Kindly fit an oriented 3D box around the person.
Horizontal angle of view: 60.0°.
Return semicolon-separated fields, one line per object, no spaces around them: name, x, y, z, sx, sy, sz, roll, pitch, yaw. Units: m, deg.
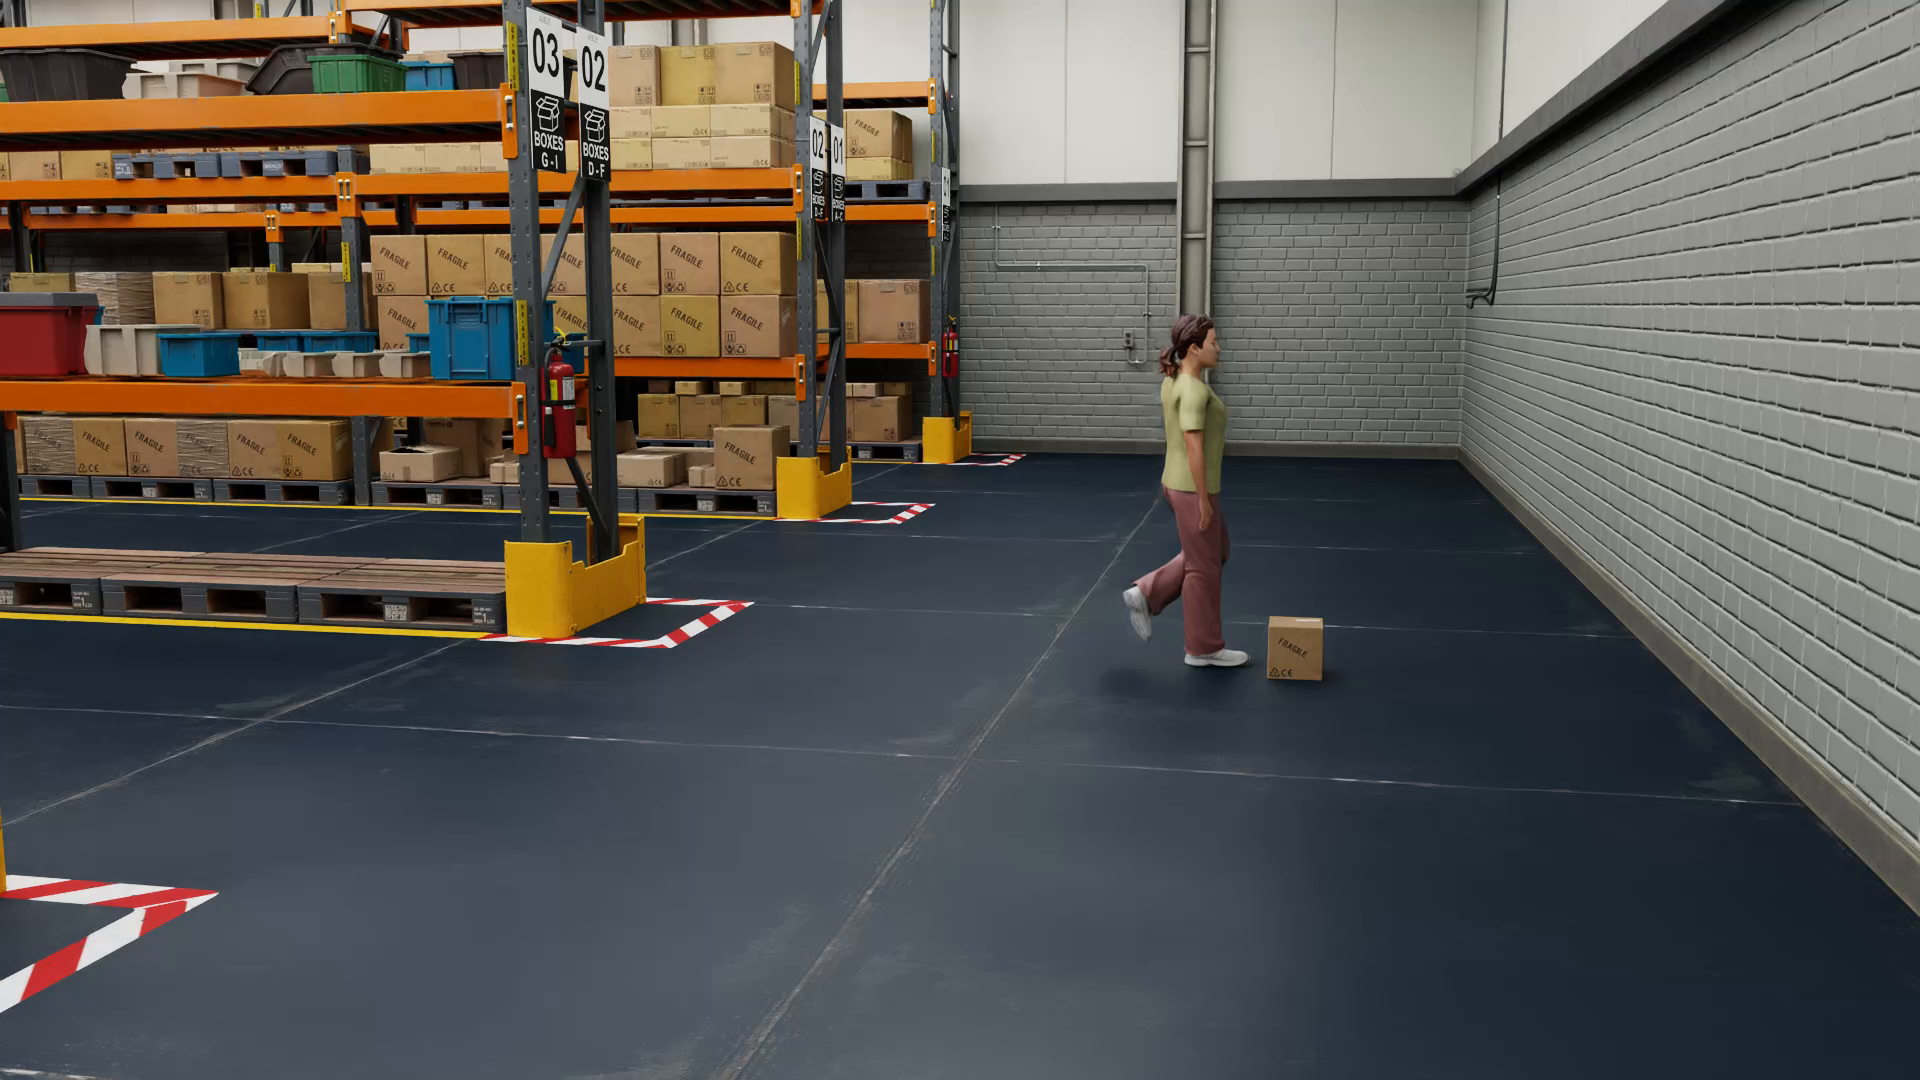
person;1.093;-0.217;7.819;0.599;1.666;0.508;-1;8;-6
